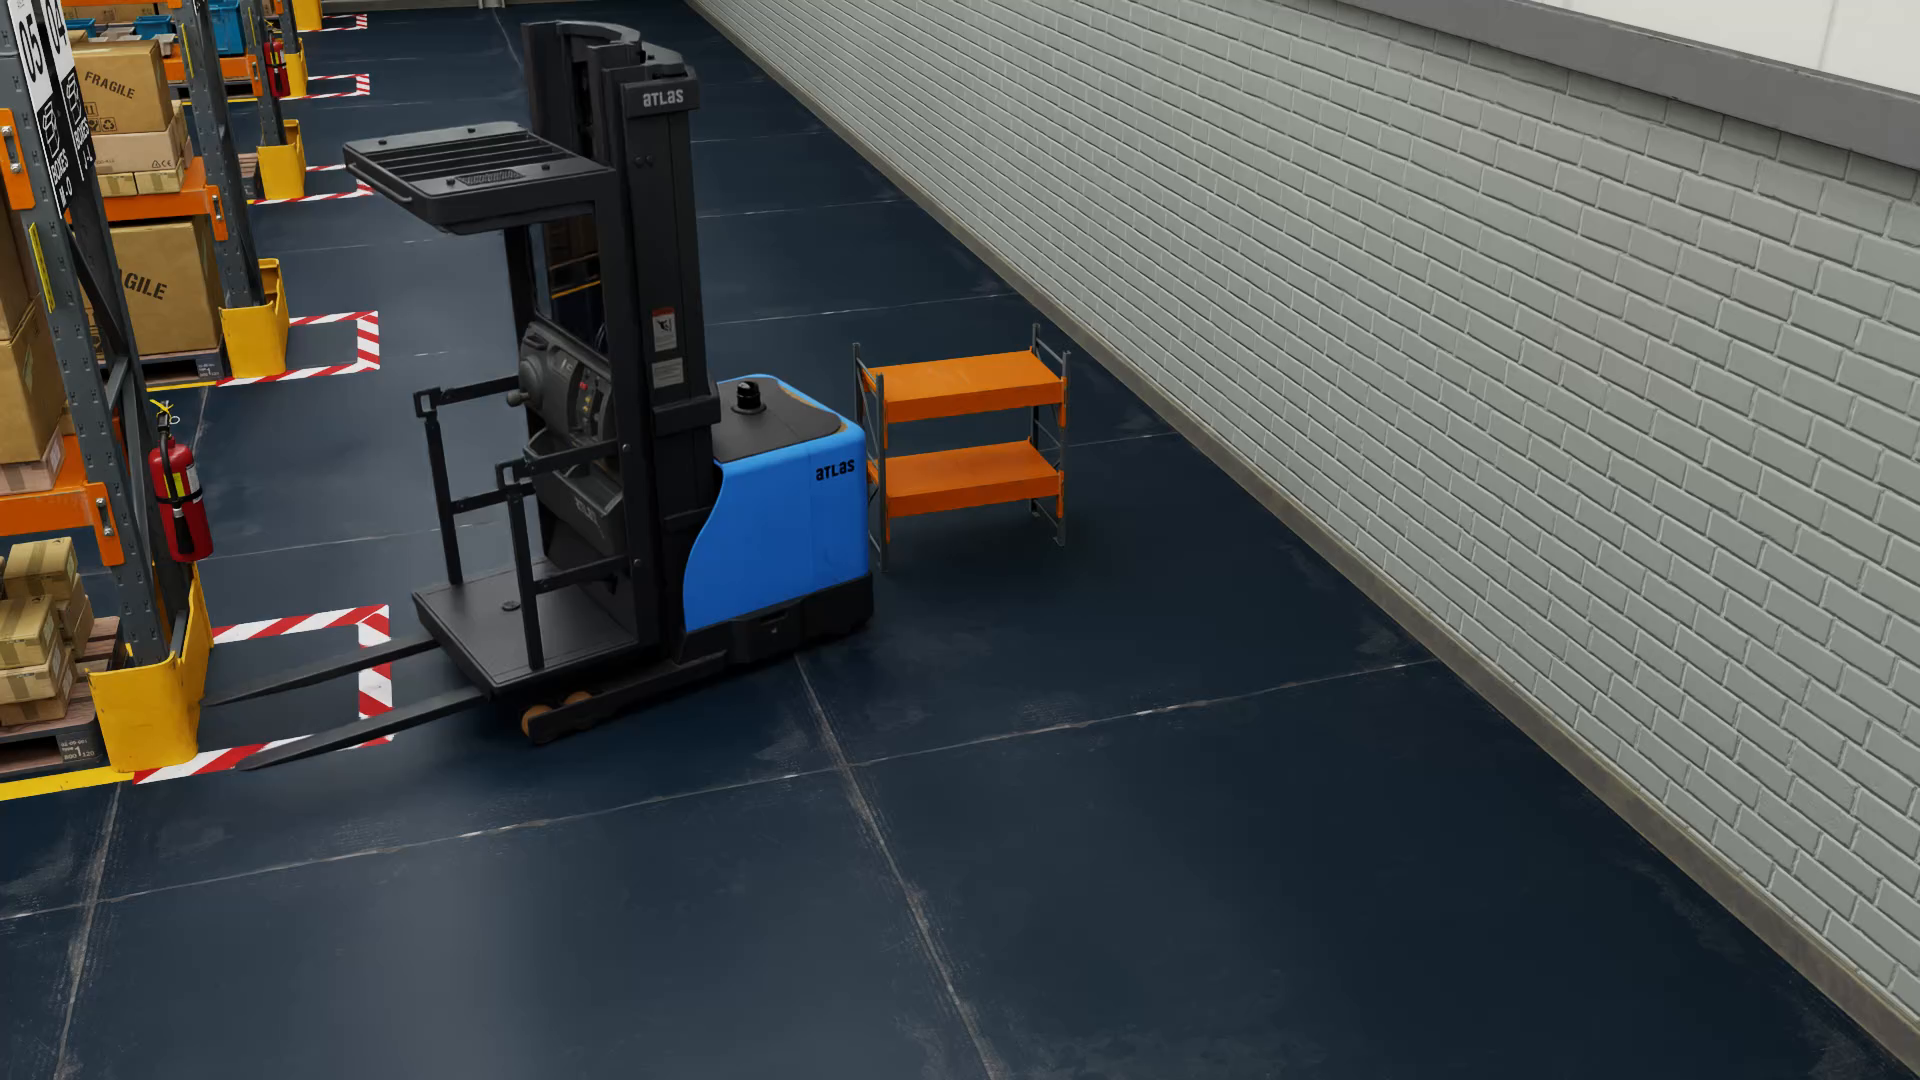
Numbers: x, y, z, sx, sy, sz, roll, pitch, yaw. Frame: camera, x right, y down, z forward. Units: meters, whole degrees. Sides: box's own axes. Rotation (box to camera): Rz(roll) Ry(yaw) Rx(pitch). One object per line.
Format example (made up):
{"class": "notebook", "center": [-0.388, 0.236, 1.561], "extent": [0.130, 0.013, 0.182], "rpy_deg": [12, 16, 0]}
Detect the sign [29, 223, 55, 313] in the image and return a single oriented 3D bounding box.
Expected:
{"class": "sign", "center": [-3.470, -1.028, 6.289], "extent": [0.005, 0.325, 0.100], "rpy_deg": [-8, 28, -16]}

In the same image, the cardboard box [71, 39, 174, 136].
{"class": "cardboard box", "center": [-5.445, -2.940, 10.789], "extent": [0.500, 0.500, 0.500], "rpy_deg": [-8, 27, -15]}

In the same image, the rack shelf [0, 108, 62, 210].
{"class": "rack shelf", "center": [-5.525, -1.351, 6.034], "extent": [4.000, 0.370, 1.077], "rpy_deg": [-8, 28, -16]}

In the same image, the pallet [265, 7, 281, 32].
{"class": "pallet", "center": [-10.401, -7.607, 24.335], "extent": [1.213, 0.211, 1.003], "rpy_deg": [-8, 28, -16]}

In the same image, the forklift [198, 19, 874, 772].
{"class": "forklift", "center": [-1.930, -0.674, 7.312], "extent": [3.031, 2.935, 1.130], "rpy_deg": [-18, 31, -31]}

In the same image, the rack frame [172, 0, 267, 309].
{"class": "rack frame", "center": [-5.063, -2.716, 11.348], "extent": [0.127, 3.000, 1.000], "rpy_deg": [-8, 28, -16]}

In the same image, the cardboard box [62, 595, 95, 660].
{"class": "cardboard box", "center": [-4.220, 0.421, 7.763], "extent": [0.250, 0.149, 0.380], "rpy_deg": [-8, 27, -15]}

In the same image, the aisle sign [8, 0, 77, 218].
{"class": "aisle sign", "center": [-3.461, -1.653, 6.282], "extent": [0.004, 0.787, 0.394], "rpy_deg": [-8, 28, -16]}

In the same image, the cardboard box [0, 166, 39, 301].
{"class": "cardboard box", "center": [-4.132, -1.281, 6.886], "extent": [0.500, 0.500, 0.500], "rpy_deg": [-8, 28, -16]}

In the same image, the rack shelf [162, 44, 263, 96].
{"class": "rack shelf", "center": [-8.499, -4.213, 15.171], "extent": [4.000, 0.370, 1.077], "rpy_deg": [-8, 28, -16]}

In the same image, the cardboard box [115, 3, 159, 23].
{"class": "cardboard box", "center": [-11.758, -7.714, 23.753], "extent": [0.500, 0.500, 0.700], "rpy_deg": [-8, 27, -15]}

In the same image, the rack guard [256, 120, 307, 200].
{"class": "rack guard", "center": [-6.578, -3.699, 16.139], "extent": [0.348, 0.500, 1.175], "rpy_deg": [-8, 28, -16]}

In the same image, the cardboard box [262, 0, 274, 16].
{"class": "cardboard box", "center": [-10.299, -7.929, 24.187], "extent": [0.500, 0.500, 0.700], "rpy_deg": [-8, 28, -16]}

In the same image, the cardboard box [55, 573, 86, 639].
{"class": "cardboard box", "center": [-4.201, 0.314, 7.643], "extent": [0.250, 0.149, 0.380], "rpy_deg": [-7, 27, -14]}

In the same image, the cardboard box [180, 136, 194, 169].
{"class": "cardboard box", "center": [-5.503, -2.694, 11.586], "extent": [0.250, 0.149, 0.380], "rpy_deg": [-8, 27, -16]}

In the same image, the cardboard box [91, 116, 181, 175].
{"class": "cardboard box", "center": [-5.442, -2.603, 10.954], "extent": [0.500, 0.250, 0.500], "rpy_deg": [-9, 28, -17]}

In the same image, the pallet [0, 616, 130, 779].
{"class": "pallet", "center": [-4.479, 0.751, 7.499], "extent": [1.213, 0.211, 1.003], "rpy_deg": [-8, 28, -16]}

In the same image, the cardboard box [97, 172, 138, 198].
{"class": "cardboard box", "center": [-5.546, -2.379, 10.951], "extent": [0.250, 0.149, 0.380], "rpy_deg": [-8, 27, -16]}

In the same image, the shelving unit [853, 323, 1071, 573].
{"class": "shelving unit", "center": [0.006, -0.505, 9.002], "extent": [1.048, 1.125, 0.538], "rpy_deg": [-8, 28, -16]}

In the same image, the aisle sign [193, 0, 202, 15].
{"class": "aisle sign", "center": [-4.902, -3.764, 10.534], "extent": [0.004, 0.787, 0.394], "rpy_deg": [-8, 28, -16]}

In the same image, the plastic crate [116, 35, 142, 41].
{"class": "plastic crate", "center": [-7.596, -4.496, 15.163], "extent": [0.243, 0.136, 0.396], "rpy_deg": [-8, 28, -16]}

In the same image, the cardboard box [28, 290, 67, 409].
{"class": "cardboard box", "center": [-4.136, -0.838, 7.118], "extent": [0.500, 0.500, 0.500], "rpy_deg": [-7, 27, -14]}

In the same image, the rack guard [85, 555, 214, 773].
{"class": "rack guard", "center": [-3.695, 0.525, 7.630], "extent": [0.348, 0.500, 1.175], "rpy_deg": [-8, 28, -16]}

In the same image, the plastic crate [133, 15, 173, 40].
{"class": "plastic crate", "center": [-7.560, -4.777, 15.619], "extent": [0.300, 0.233, 0.416], "rpy_deg": [-8, 28, -16]}

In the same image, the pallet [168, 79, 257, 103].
{"class": "pallet", "center": [-8.957, -5.535, 20.163], "extent": [1.213, 0.211, 1.003], "rpy_deg": [-8, 28, -16]}

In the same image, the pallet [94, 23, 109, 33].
{"class": "pallet", "center": [-12.721, -7.271, 23.658], "extent": [1.213, 0.211, 1.003], "rpy_deg": [-8, 28, -16]}

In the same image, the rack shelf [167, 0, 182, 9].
{"class": "rack shelf", "center": [-6.965, -3.462, 10.286], "extent": [4.000, 0.370, 1.077], "rpy_deg": [-8, 28, -16]}

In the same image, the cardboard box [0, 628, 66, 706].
{"class": "cardboard box", "center": [-4.037, 0.544, 7.180], "extent": [0.250, 0.149, 0.380], "rpy_deg": [-9, 28, -17]}

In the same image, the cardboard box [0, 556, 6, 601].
{"class": "cardboard box", "center": [-4.451, 0.235, 7.469], "extent": [0.250, 0.149, 0.380], "rpy_deg": [-8, 27, -15]}

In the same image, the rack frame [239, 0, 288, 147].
{"class": "rack frame", "center": [-6.597, -4.810, 15.566], "extent": [0.127, 3.000, 1.000], "rpy_deg": [-8, 28, -16]}

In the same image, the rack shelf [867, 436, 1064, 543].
{"class": "rack shelf", "center": [0.006, -0.286, 9.110], "extent": [1.000, 0.278, 0.538], "rpy_deg": [-8, 28, -16]}

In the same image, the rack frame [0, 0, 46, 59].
{"class": "rack frame", "center": [-3.623, -3.292, 5.761], "extent": [0.127, 3.000, 1.000], "rpy_deg": [-8, 28, -16]}

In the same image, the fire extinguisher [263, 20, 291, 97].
{"class": "fire extinguisher", "center": [-6.313, -4.437, 15.321], "extent": [0.183, 0.674, 0.296], "rpy_deg": [-8, 28, -16]}

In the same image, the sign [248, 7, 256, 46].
{"class": "sign", "center": [-6.411, -4.653, 15.066], "extent": [0.005, 0.325, 0.100], "rpy_deg": [-8, 28, -16]}

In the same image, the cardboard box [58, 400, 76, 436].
{"class": "cardboard box", "center": [-4.033, -0.586, 7.341], "extent": [0.250, 0.149, 0.380], "rpy_deg": [-8, 28, -17]}

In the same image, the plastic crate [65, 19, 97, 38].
{"class": "plastic crate", "center": [-8.186, -4.686, 15.436], "extent": [0.300, 0.233, 0.416], "rpy_deg": [-8, 28, -16]}

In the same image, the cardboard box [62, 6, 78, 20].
{"class": "cardboard box", "center": [-12.725, -7.576, 23.476], "extent": [0.500, 0.500, 0.700], "rpy_deg": [-8, 27, -15]}

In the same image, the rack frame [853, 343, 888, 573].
{"class": "rack frame", "center": [-0.477, -0.435, 8.861], "extent": [0.032, 1.125, 0.500], "rpy_deg": [-8, 28, -16]}

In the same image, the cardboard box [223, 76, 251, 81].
{"class": "cardboard box", "center": [-8.568, -5.803, 19.883], "extent": [0.500, 0.500, 0.500], "rpy_deg": [-8, 28, -16]}
